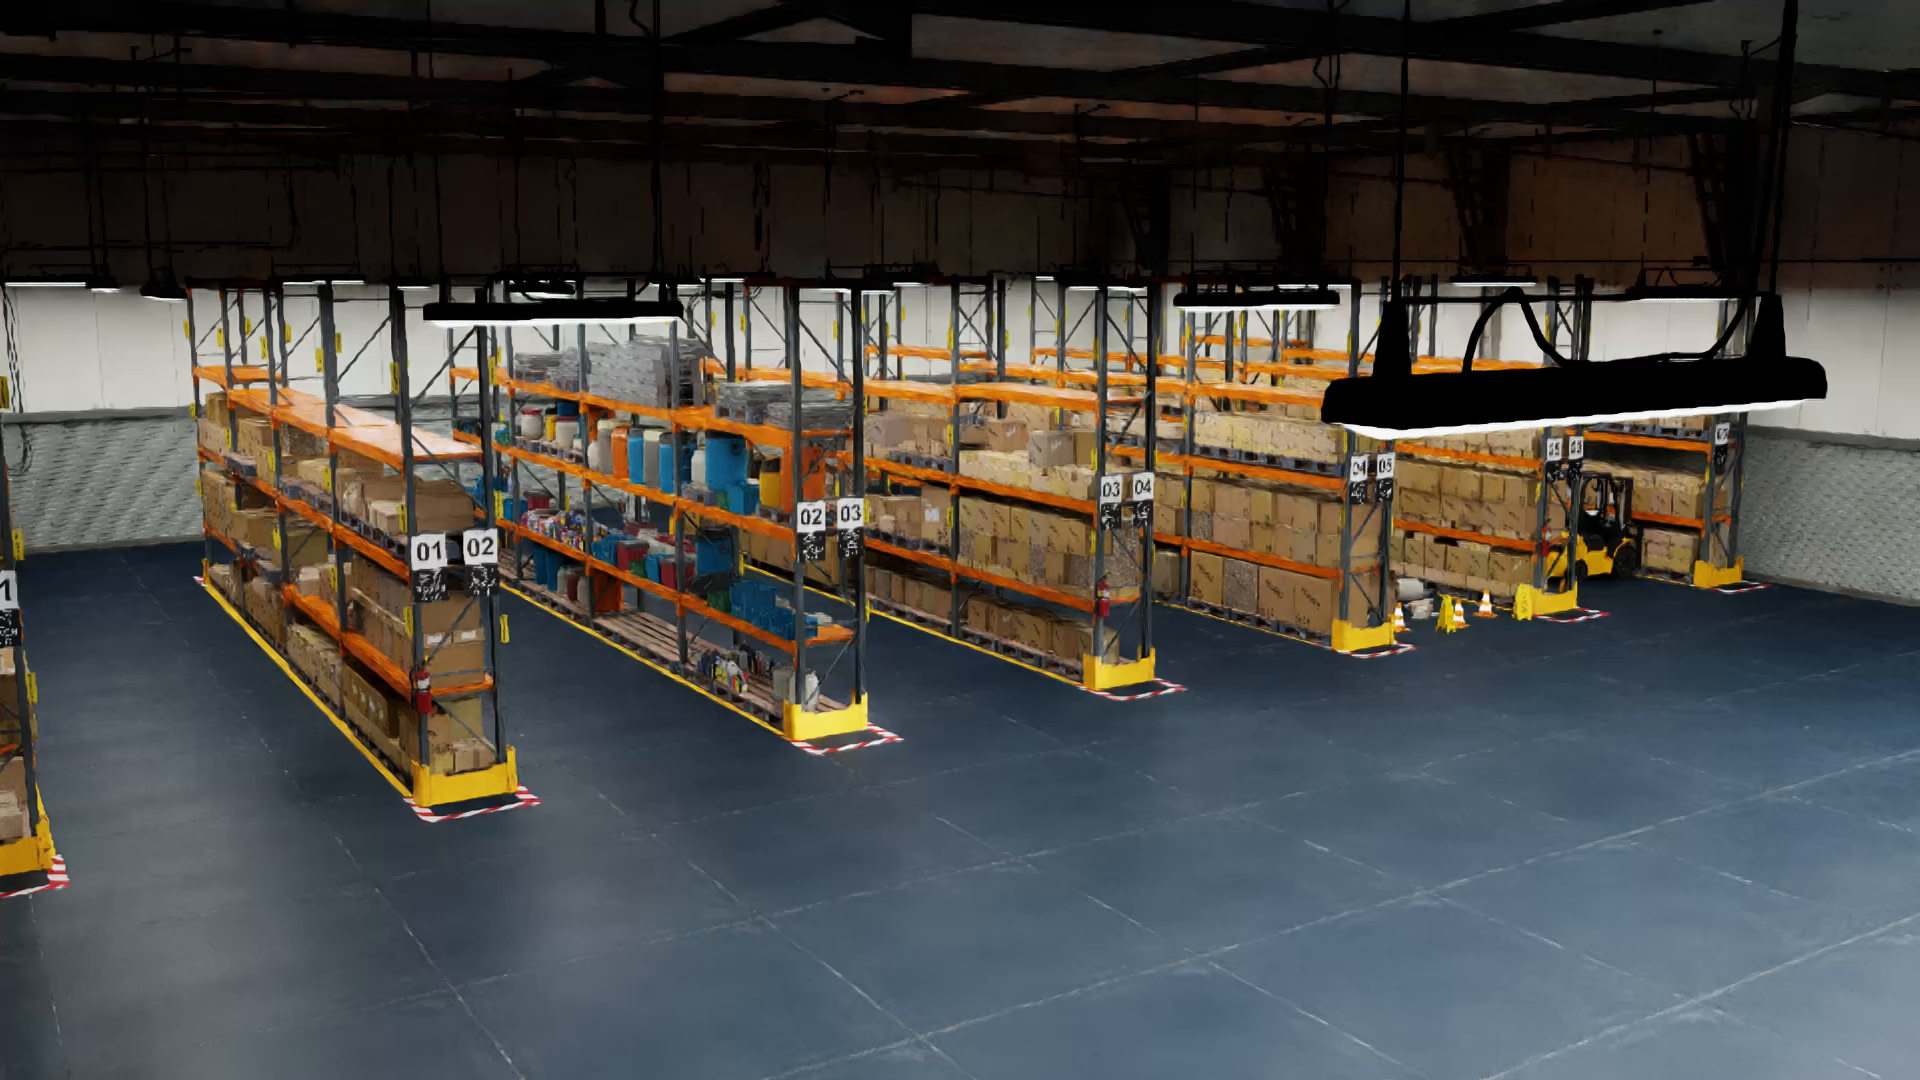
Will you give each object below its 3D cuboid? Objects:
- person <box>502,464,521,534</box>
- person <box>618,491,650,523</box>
[{"bbox_3d":[-10.474,-0.972,38.904,0.555,1.639,0.532,1,10,5],"label":"person"},{"bbox_3d":[-7.012,-0.512,35.888,0.702,1.735,0.549,-6,11,-34],"label":"person"}]
